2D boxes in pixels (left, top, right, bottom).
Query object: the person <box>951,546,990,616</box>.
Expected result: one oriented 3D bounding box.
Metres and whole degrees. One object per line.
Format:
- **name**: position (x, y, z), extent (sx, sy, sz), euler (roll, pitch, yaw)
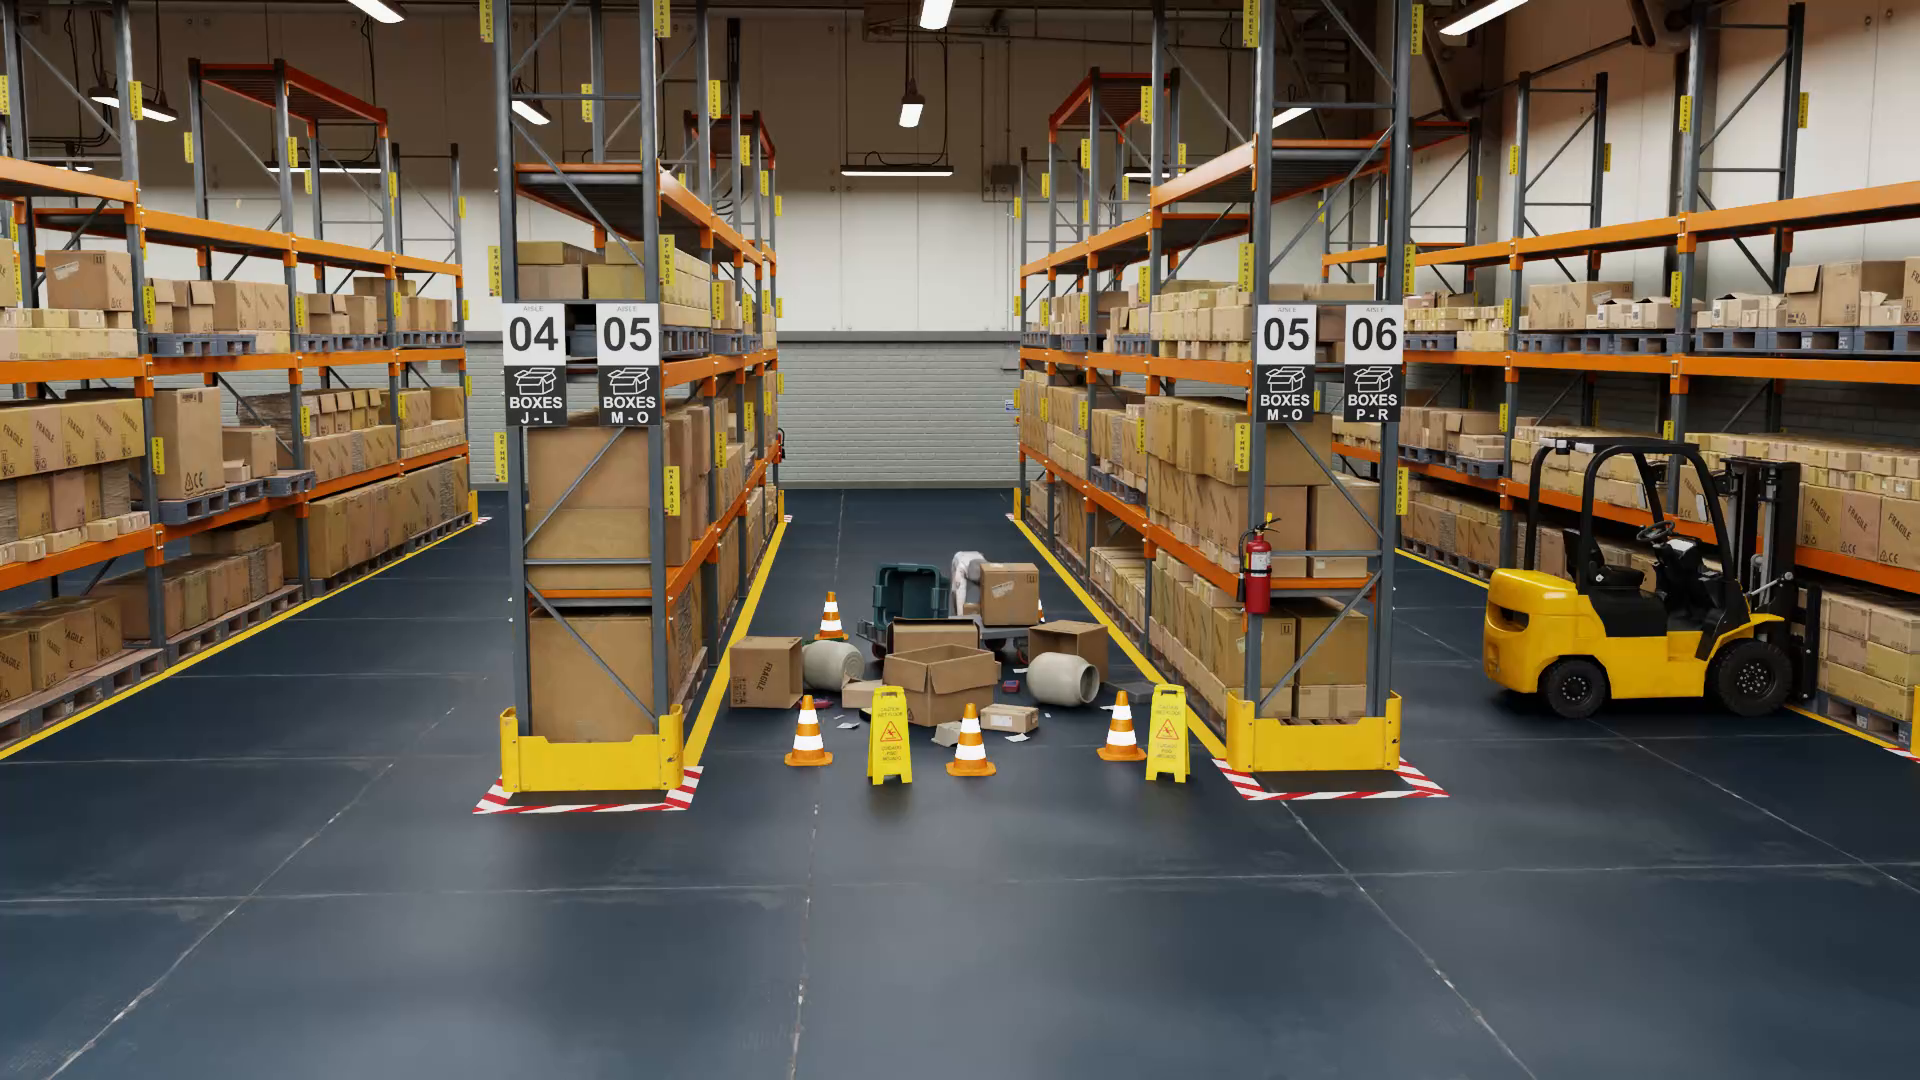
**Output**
- **person**: position (0.136, 0.496, 17.369), extent (0.466, 0.813, 0.893), euler (-1, 7, -6)
